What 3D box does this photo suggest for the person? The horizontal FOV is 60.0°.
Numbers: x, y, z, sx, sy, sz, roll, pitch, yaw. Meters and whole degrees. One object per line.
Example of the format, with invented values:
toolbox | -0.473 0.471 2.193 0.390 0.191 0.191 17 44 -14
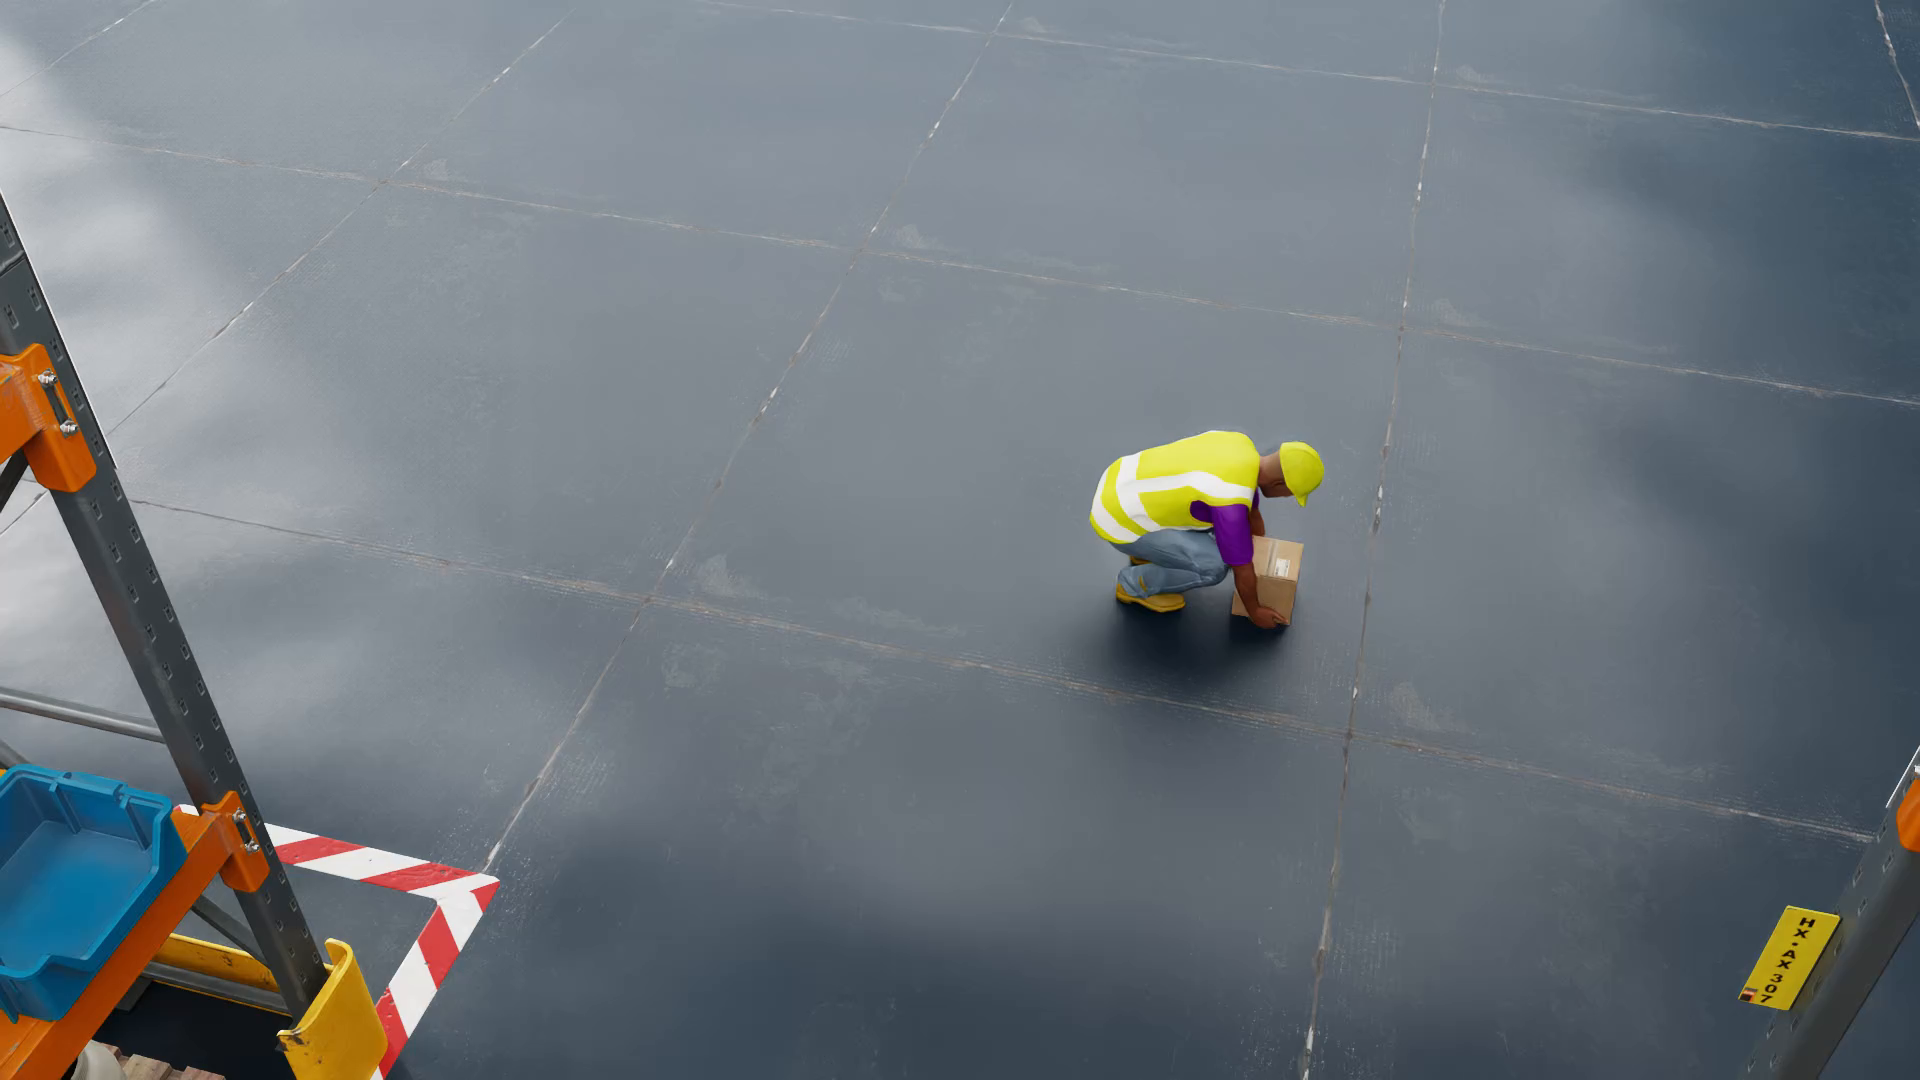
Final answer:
person | 1.024 -0.083 7.034 0.925 0.886 0.547 10 42 11
